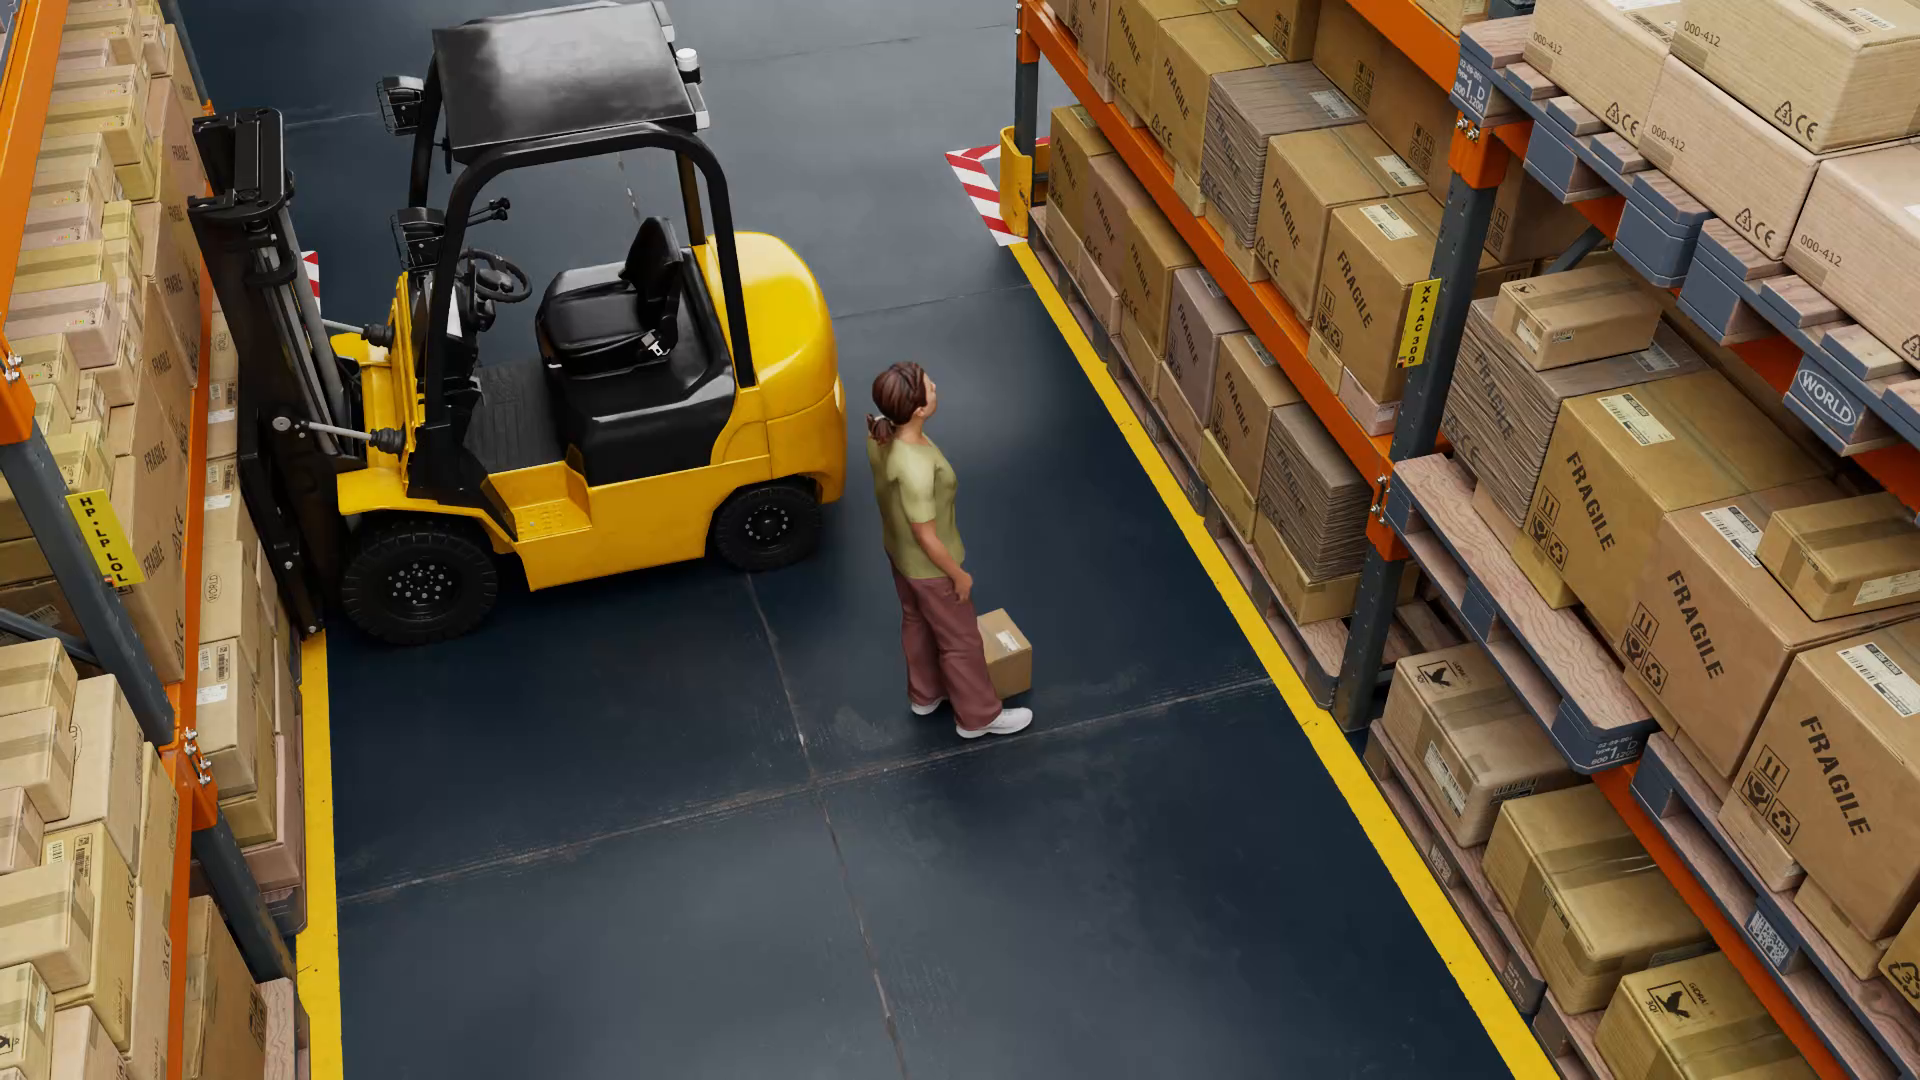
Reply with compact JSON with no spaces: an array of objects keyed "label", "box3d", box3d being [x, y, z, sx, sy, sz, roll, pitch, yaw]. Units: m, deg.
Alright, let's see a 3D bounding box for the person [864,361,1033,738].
[{"label":"person","box3d":[-0.062,0.030,6.116,0.549,1.674,0.551,-18,45,-18]}]
